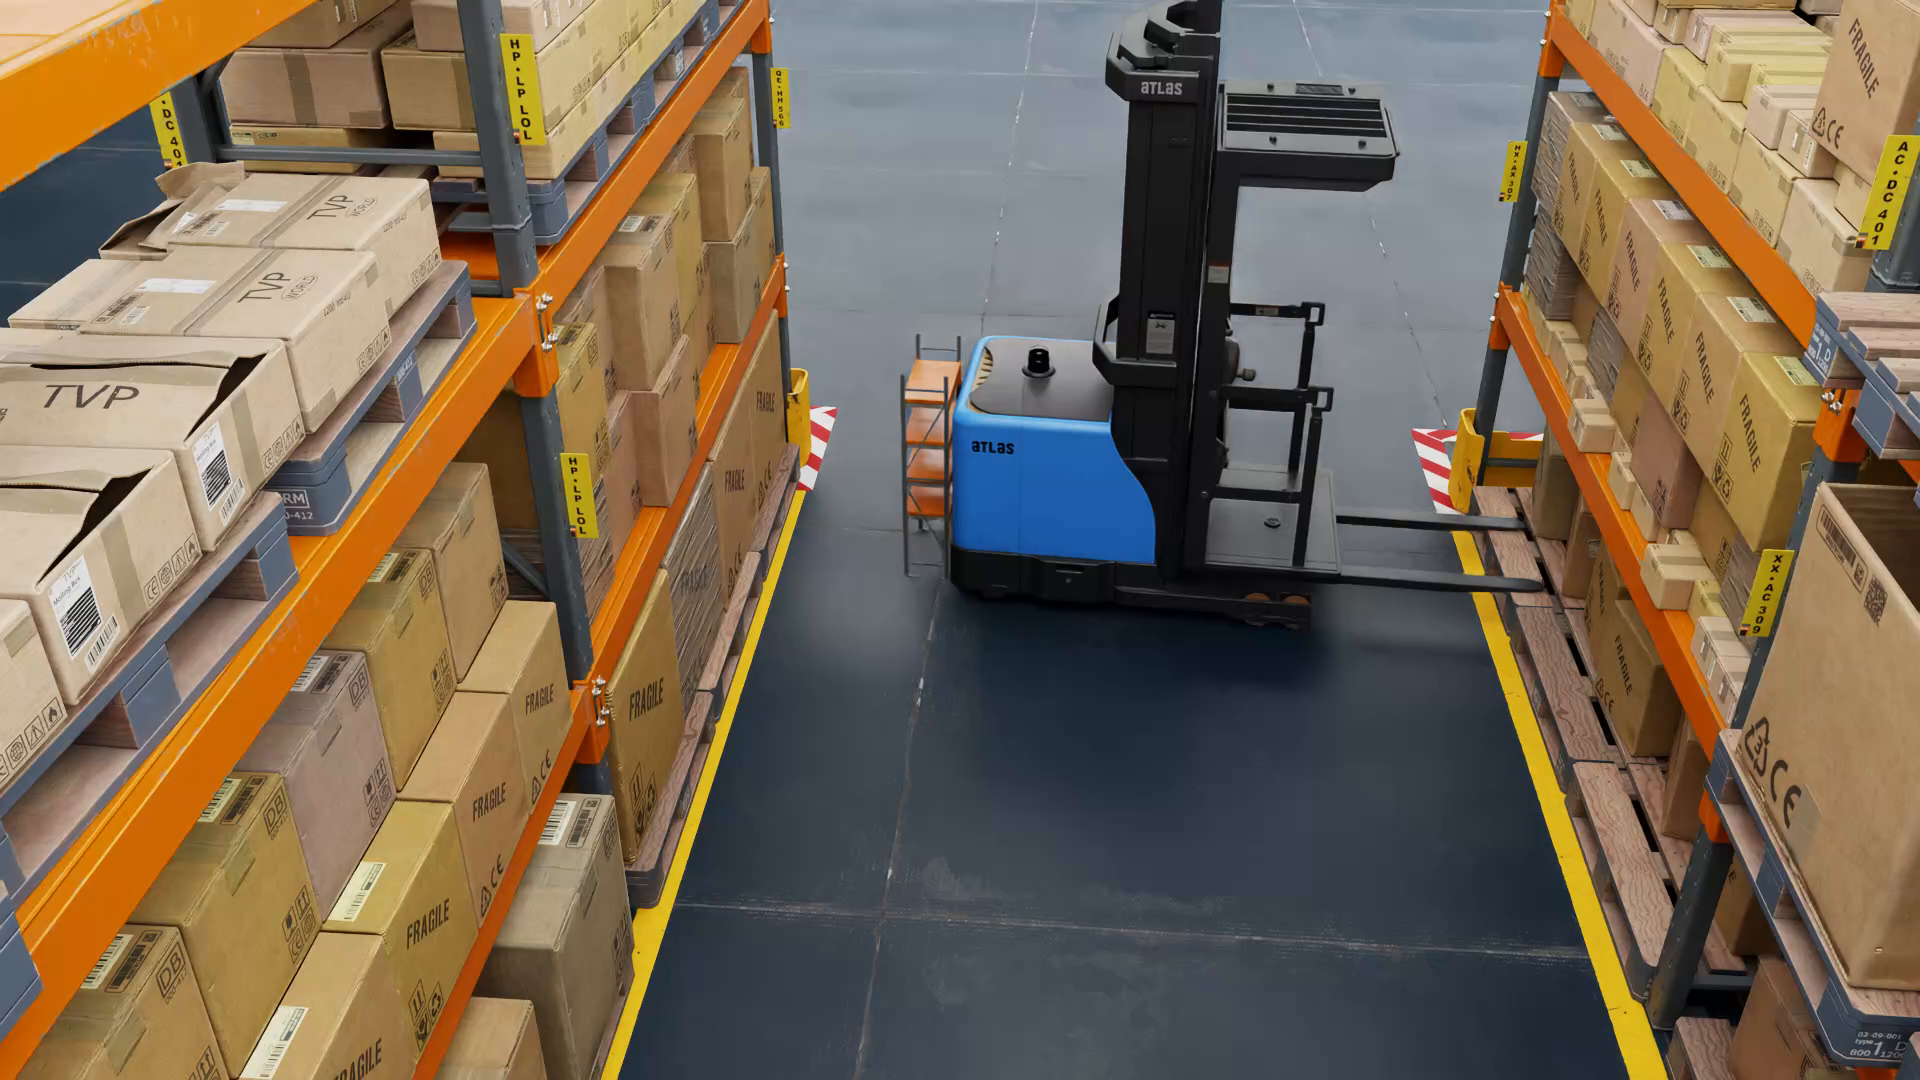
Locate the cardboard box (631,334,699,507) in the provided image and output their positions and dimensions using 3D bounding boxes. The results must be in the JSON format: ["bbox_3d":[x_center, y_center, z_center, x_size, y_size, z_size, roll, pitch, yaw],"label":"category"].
[{"bbox_3d":[-1.625,-0.529,7.107,0.875,0.550,0.550,2,32,4],"label":"cardboard box"}]

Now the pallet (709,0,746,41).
[{"bbox_3d":[-1.551,-2.648,7.914,1.003,0.211,1.213,2,32,4],"label":"pallet"}]

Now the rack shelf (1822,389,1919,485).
[{"bbox_3d":[2.946,0.634,3.189,1.077,0.370,4.000,2,32,4],"label":"rack shelf"}]

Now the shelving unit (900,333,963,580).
[{"bbox_3d":[-0.146,-0.436,8.814,0.258,1.200,0.503,4,32,7],"label":"shelving unit"}]

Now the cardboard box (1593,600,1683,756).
[{"bbox_3d":[3.192,0.609,7.385,0.500,0.500,0.500,0,32,0],"label":"cardboard box"}]

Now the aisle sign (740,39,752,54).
[{"bbox_3d":[-1.196,-2.929,8.665,0.394,0.787,0.004,2,32,4],"label":"aisle sign"}]

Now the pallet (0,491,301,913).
[{"bbox_3d":[-2.065,0.265,3.281,1.003,0.211,1.213,4,32,6],"label":"pallet"}]

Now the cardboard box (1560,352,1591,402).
[{"bbox_3d":[3.072,-0.765,7.872,0.380,0.149,0.250,2,32,4],"label":"cardboard box"}]

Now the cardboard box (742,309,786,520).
[{"bbox_3d":[-1.490,-0.714,9.175,0.875,0.875,0.875,3,32,4],"label":"cardboard box"}]

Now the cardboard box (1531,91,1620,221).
[{"bbox_3d":[3.118,-1.852,8.064,0.500,0.500,0.500,2,32,4],"label":"cardboard box"}]

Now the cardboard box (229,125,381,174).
[{"bbox_3d":[-2.116,-1.302,5.388,0.380,0.149,0.250,2,32,4],"label":"cardboard box"}]

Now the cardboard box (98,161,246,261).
[{"bbox_3d":[-2.125,-0.842,4.531,0.258,0.266,0.396,2,32,3],"label":"cardboard box"}]

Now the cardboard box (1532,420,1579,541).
[{"bbox_3d":[3.367,-0.322,8.895,0.500,0.500,0.500,8,33,13],"label":"cardboard box"}]

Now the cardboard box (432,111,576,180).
[{"bbox_3d":[-1.458,-1.273,5.342,0.380,0.149,0.250,2,32,3],"label":"cardboard box"}]

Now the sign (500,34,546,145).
[{"bbox_3d":[-1.285,-1.319,4.879,0.100,0.325,0.005,2,32,4],"label":"sign"}]

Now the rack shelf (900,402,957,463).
[{"bbox_3d":[-0.146,-0.569,8.732,0.258,0.148,0.480,4,32,7],"label":"rack shelf"}]

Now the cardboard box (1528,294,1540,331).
[{"bbox_3d":[3.134,-1.157,8.508,0.380,0.149,0.250,2,32,4],"label":"cardboard box"}]

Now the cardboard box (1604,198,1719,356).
[{"bbox_3d":[2.996,-1.067,6.791,0.500,0.500,0.500,2,32,4],"label":"cardboard box"}]

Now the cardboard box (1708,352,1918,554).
[{"bbox_3d":[2.871,-0.283,5.519,0.500,0.500,0.500,2,32,4],"label":"cardboard box"}]

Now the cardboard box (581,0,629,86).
[{"bbox_3d":[-1.468,-1.775,5.775,0.500,0.250,0.500,2,32,4],"label":"cardboard box"}]

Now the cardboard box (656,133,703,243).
[{"bbox_3d":[-1.704,-1.550,7.734,0.875,0.550,0.550,2,32,4],"label":"cardboard box"}]

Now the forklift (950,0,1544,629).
[{"bbox_3d":[1.508,-1.093,8.229,3.031,2.935,1.130,4,32,7],"label":"forklift"}]

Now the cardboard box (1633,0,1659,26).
[{"bbox_3d":[3.049,-2.247,6.940,0.380,0.149,0.250,2,32,4],"label":"cardboard box"}]

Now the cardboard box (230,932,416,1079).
[{"bbox_3d":[-1.724,1.330,4.138,0.500,0.500,0.500,2,32,3],"label":"cardboard box"}]

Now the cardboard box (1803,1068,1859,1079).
[{"bbox_3d":[2.980,2.004,5.102,0.700,0.500,0.500,2,32,4],"label":"cardboard box"}]

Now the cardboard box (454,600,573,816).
[{"bbox_3d":[-1.603,0.536,5.426,0.500,0.500,0.500,2,32,4],"label":"cardboard box"}]

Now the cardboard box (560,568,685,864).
[{"bbox_3d":[-1.706,0.694,6.890,0.875,0.875,0.875,3,32,5],"label":"cardboard box"}]

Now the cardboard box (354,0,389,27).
[{"bbox_3d":[-2.094,-1.774,5.394,0.380,0.149,0.250,2,32,4],"label":"cardboard box"}]

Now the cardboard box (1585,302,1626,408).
[{"bbox_3d":[3.357,-0.889,7.455,0.875,0.500,0.500,2,32,4],"label":"cardboard box"}]

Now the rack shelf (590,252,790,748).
[{"bbox_3d":[-1.664,-0.446,7.800,1.077,0.370,4.000,2,32,4],"label":"rack shelf"}]

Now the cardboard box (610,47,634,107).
[{"bbox_3d":[-1.397,-1.670,5.986,0.380,0.149,0.250,2,32,3],"label":"cardboard box"}]

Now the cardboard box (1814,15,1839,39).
[{"bbox_3d":[3.541,-1.936,6.436,0.380,0.149,0.250,1,32,1],"label":"cardboard box"}]

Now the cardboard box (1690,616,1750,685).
[{"bbox_3d":[2.863,0.410,5.964,0.380,0.149,0.250,2,32,4],"label":"cardboard box"}]

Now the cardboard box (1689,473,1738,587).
[{"bbox_3d":[3.283,-0.103,6.179,0.875,0.500,0.500,2,32,4],"label":"cardboard box"}]

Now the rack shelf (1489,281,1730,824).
[{"bbox_3d":[3.271,-0.181,7.370,1.077,0.370,4.000,2,32,4],"label":"rack shelf"}]

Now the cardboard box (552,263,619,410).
[{"bbox_3d":[-1.833,-0.714,6.377,0.875,0.550,0.550,2,32,4],"label":"cardboard box"}]

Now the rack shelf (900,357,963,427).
[{"bbox_3d":[-0.146,-0.771,8.608,0.258,0.148,0.480,4,32,7],"label":"rack shelf"}]

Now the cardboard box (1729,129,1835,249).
[{"bbox_3d":[2.938,-1.177,5.584,0.500,0.250,0.500,3,32,5],"label":"cardboard box"}]

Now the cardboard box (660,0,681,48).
[{"bbox_3d":[-1.334,-2.069,6.632,0.380,0.149,0.250,3,32,5],"label":"cardboard box"}]

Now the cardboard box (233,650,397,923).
[{"bbox_3d":[-1.943,0.619,4.338,0.700,0.500,0.500,3,32,4],"label":"cardboard box"}]

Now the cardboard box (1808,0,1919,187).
[{"bbox_3d":[2.891,-1.346,4.861,0.500,0.500,0.500,2,32,3],"label":"cardboard box"}]

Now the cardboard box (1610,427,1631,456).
[{"bbox_3d":[3.067,-0.370,7.232,0.380,0.149,0.250,2,32,4],"label":"cardboard box"}]

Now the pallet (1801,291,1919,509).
[{"bbox_3d":[2.952,-0.320,4.230,1.213,0.211,1.003,2,32,4],"label":"pallet"}]

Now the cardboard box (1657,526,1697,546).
[{"bbox_3d":[3.004,0.022,6.595,0.380,0.149,0.250,2,32,4],"label":"cardboard box"}]

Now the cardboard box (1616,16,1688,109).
[{"bbox_3d":[3.057,-1.976,6.882,0.500,0.250,0.500,2,32,4],"label":"cardboard box"}]

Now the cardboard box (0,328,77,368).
[{"bbox_3d":[-2.200,-0.376,3.885,0.380,0.149,0.250,2,32,4],"label":"cardboard box"}]

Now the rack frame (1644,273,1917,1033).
[{"bbox_3d":[3.109,0.559,5.484,1.000,3.000,0.127,2,32,4],"label":"rack frame"}]

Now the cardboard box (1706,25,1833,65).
[{"bbox_3d":[3.059,-1.833,6.269,0.380,0.149,0.250,1,32,2],"label":"cardboard box"}]

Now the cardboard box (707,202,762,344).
[{"bbox_3d":[-1.509,-1.377,8.482,0.875,0.550,0.550,2,32,4],"label":"cardboard box"}]

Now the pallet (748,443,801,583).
[{"bbox_3d":[-1.488,-0.189,9.356,1.003,0.211,1.213,2,32,4],"label":"pallet"}]

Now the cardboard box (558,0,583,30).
[{"bbox_3d":[-1.439,-1.746,5.349,0.380,0.149,0.250,2,32,4],"label":"cardboard box"}]

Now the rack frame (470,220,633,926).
[{"bbox_3d":[-1.827,0.294,5.914,1.000,3.000,0.127,2,32,4],"label":"rack frame"}]

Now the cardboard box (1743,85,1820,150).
[{"bbox_3d":[2.891,-1.423,5.603,0.380,0.149,0.250,2,32,2],"label":"cardboard box"}]

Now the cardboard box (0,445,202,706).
[{"bbox_3d":[-1.792,0.026,3.080,0.500,0.311,0.500,2,32,3],"label":"cardboard box"}]

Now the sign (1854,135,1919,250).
[{"bbox_3d":[2.567,-0.958,4.593,0.100,0.325,0.005,2,32,4],"label":"sign"}]

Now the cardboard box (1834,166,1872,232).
[{"bbox_3d":[2.847,-1.006,4.928,0.380,0.149,0.250,3,32,5],"label":"cardboard box"}]

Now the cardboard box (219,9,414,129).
[{"bbox_3d":[-2.042,-1.535,5.387,0.500,0.250,0.500,2,32,3],"label":"cardboard box"}]

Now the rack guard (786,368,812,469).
[{"bbox_3d":[-1.499,-0.746,9.984,1.175,0.500,0.348,2,32,4],"label":"rack guard"}]

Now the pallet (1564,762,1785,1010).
[{"bbox_3d":[3.128,1.393,6.788,1.003,0.211,1.213,2,32,4],"label":"pallet"}]
